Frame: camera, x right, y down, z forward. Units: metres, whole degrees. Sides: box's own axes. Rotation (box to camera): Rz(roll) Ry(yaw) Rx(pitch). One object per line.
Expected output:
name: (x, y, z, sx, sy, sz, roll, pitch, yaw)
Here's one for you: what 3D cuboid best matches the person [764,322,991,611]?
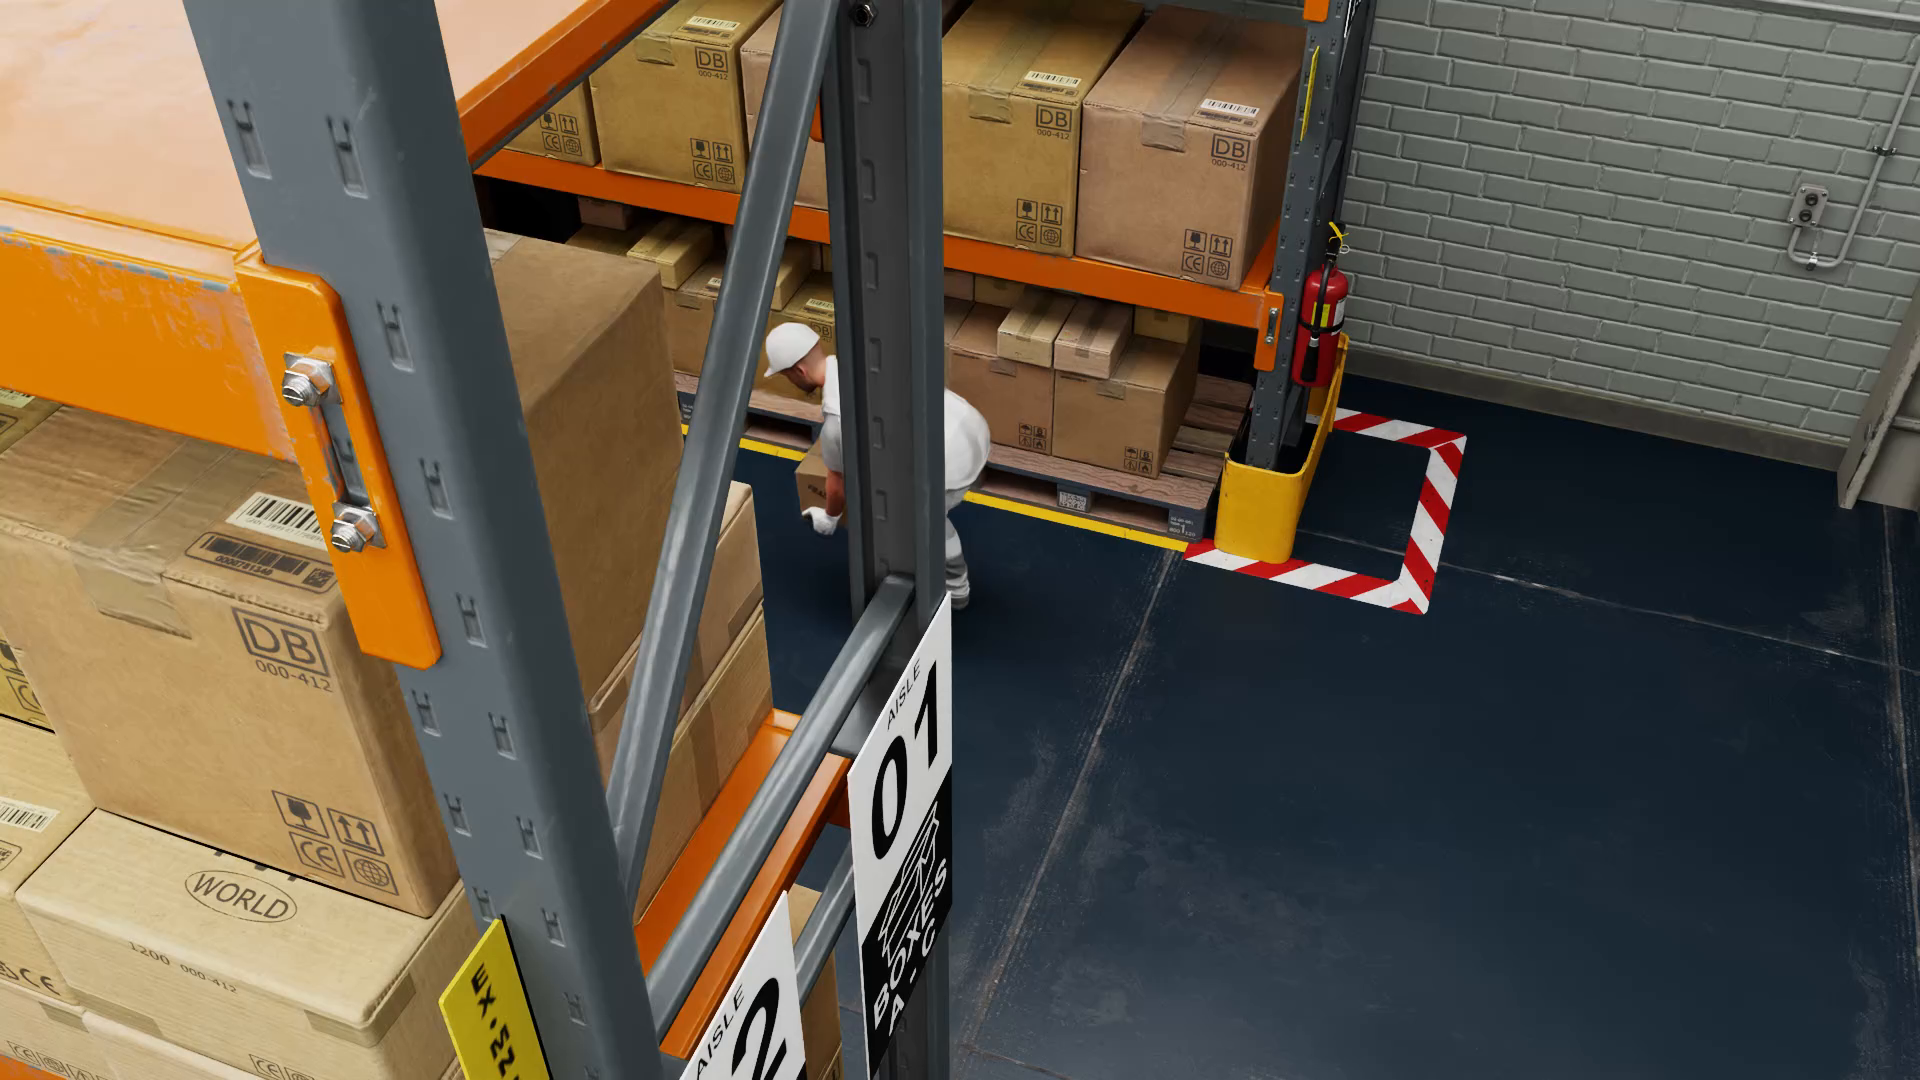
person: (-0.324, -0.235, 6.709, 0.888, 1.392, 0.496, 12, 43, 14)
